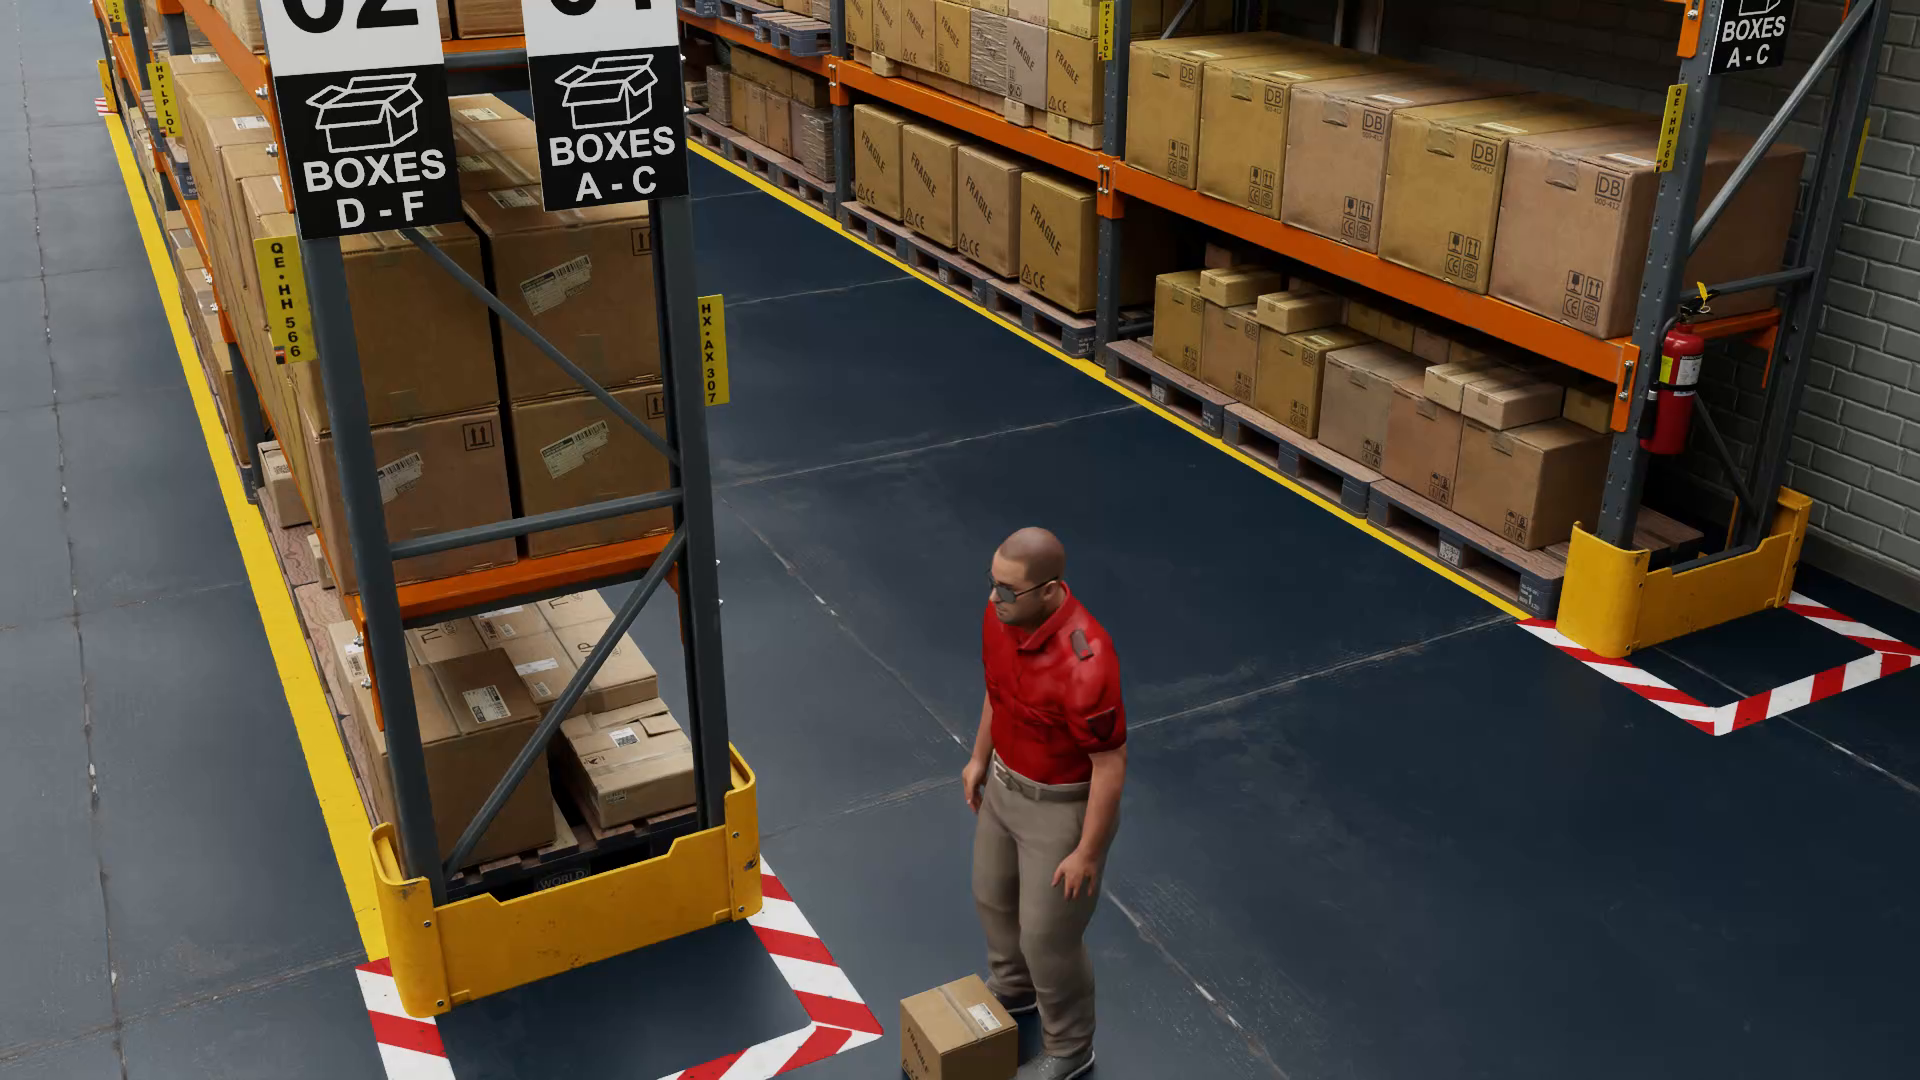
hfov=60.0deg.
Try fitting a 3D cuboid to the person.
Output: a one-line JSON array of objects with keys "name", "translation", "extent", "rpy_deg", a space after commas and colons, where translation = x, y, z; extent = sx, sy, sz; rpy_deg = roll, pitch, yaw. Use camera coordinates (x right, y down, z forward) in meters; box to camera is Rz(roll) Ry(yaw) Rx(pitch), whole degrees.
[{"name": "person", "translation": [0.218, 0.735, 4.574], "extent": [0.388, 1.727, 0.598], "rpy_deg": [-14, 29, -27]}]
